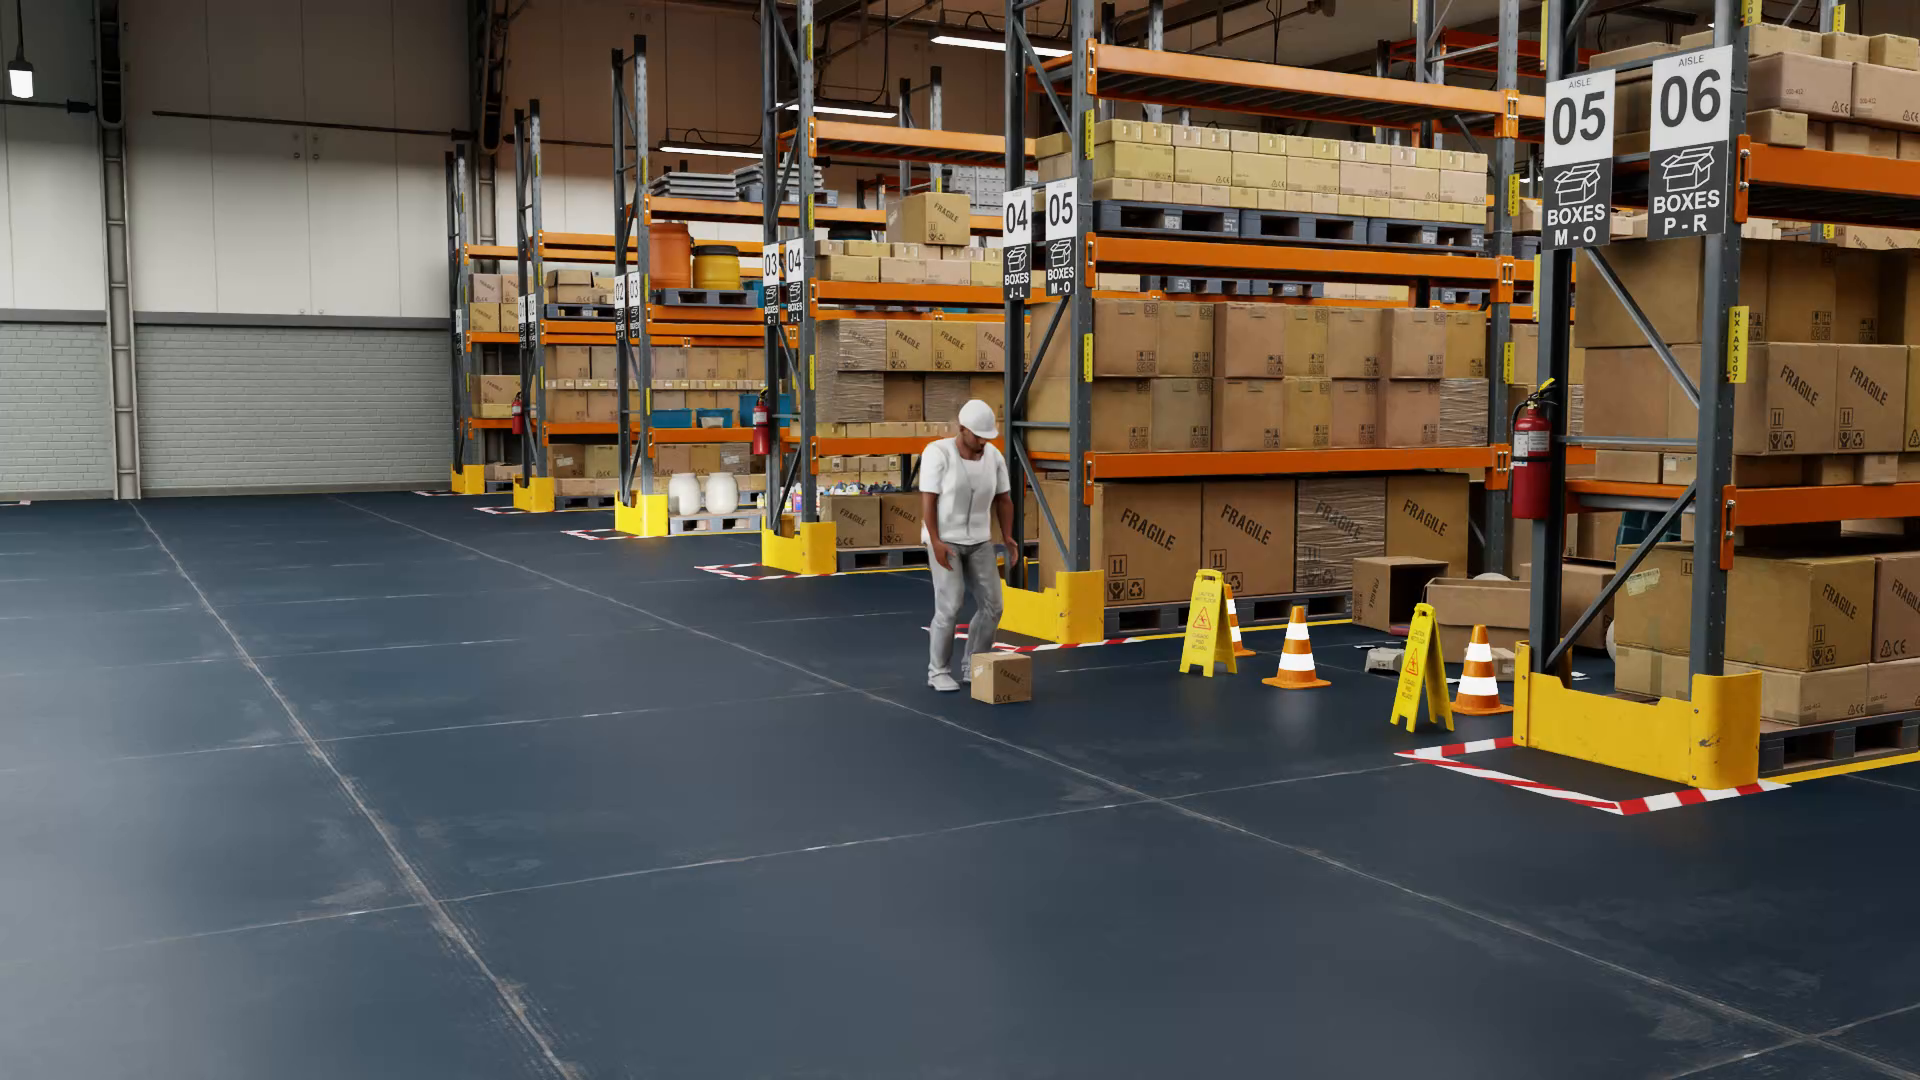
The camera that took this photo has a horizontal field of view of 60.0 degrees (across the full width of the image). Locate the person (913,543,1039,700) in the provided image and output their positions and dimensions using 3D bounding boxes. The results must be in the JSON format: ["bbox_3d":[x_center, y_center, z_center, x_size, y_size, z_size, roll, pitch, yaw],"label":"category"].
[{"bbox_3d":[0.115,0.436,9.688,0.559,0.894,0.885,-3,6,-29],"label":"person"}]
